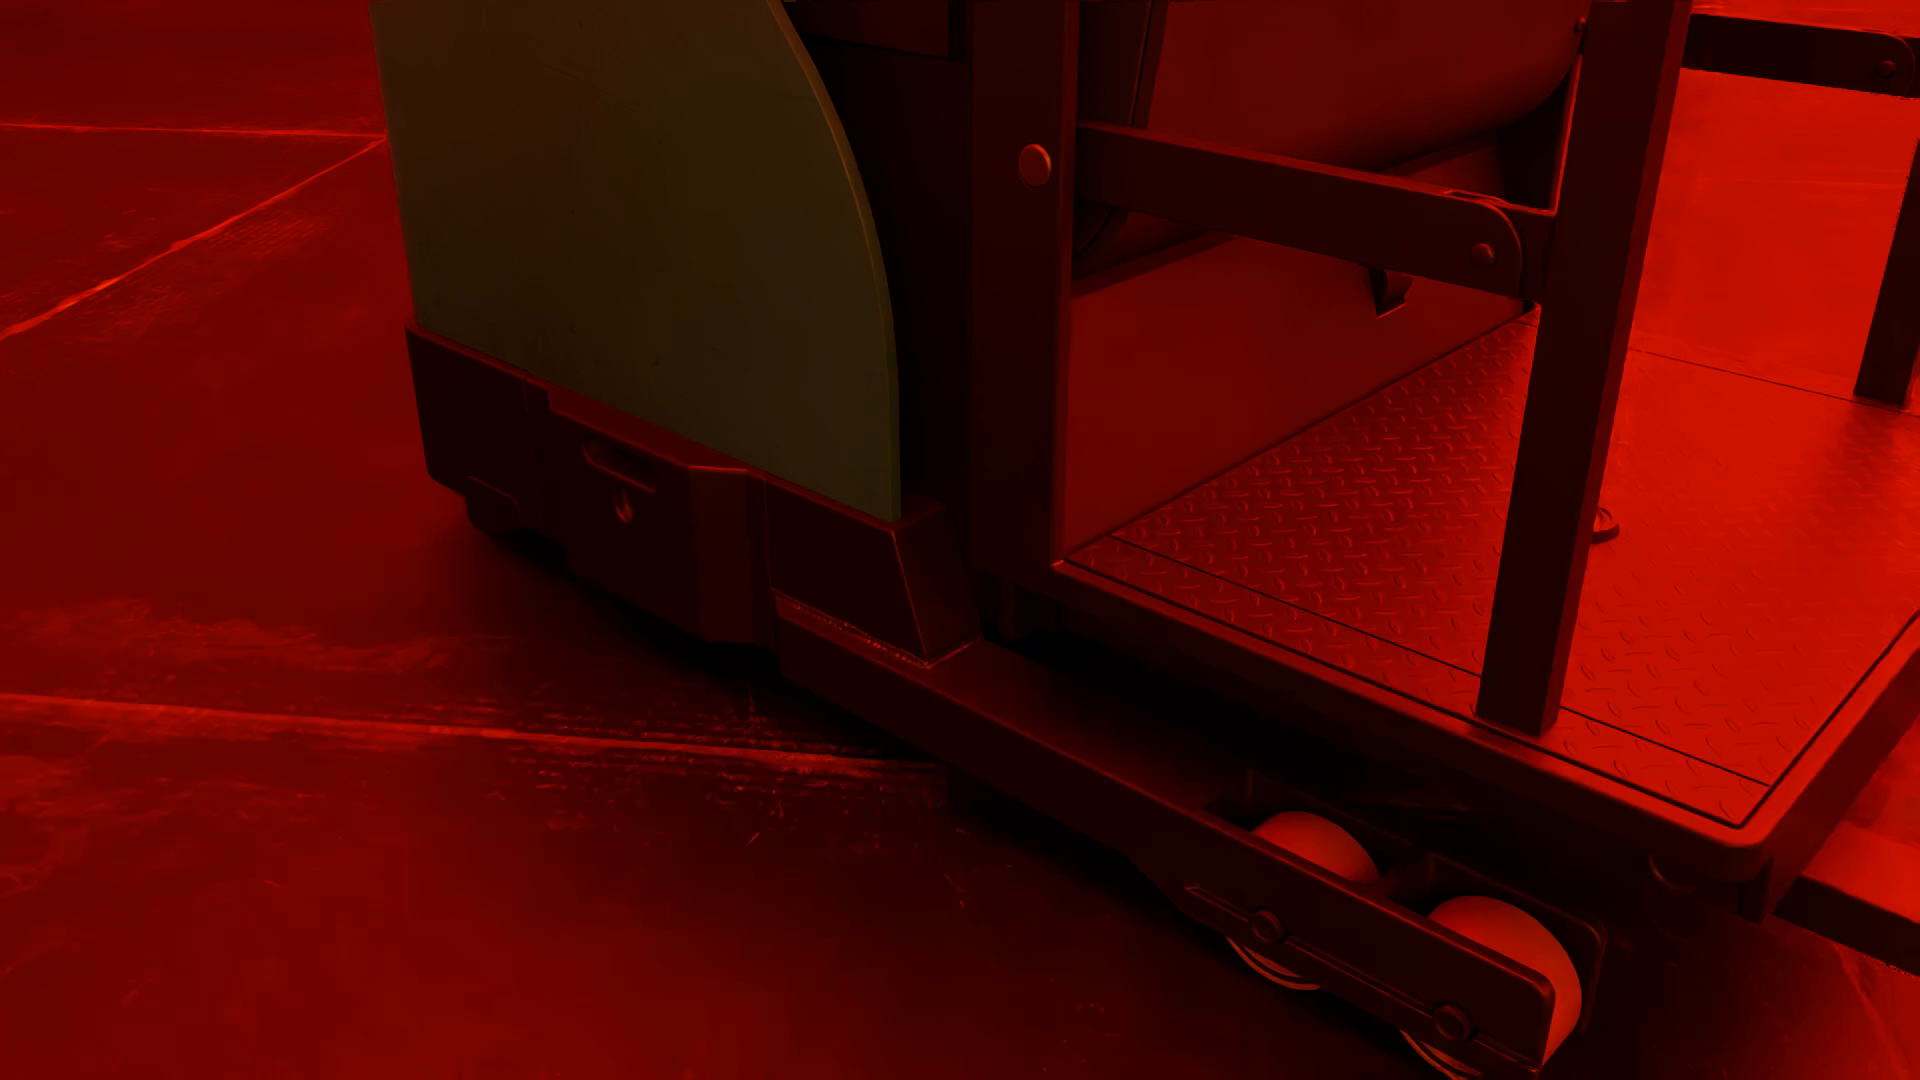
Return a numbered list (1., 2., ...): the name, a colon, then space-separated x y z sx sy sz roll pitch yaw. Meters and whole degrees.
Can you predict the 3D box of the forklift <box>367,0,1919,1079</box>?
1. forklift: 0.604 -1.082 1.385 3.031 2.935 1.130 22 34 37
